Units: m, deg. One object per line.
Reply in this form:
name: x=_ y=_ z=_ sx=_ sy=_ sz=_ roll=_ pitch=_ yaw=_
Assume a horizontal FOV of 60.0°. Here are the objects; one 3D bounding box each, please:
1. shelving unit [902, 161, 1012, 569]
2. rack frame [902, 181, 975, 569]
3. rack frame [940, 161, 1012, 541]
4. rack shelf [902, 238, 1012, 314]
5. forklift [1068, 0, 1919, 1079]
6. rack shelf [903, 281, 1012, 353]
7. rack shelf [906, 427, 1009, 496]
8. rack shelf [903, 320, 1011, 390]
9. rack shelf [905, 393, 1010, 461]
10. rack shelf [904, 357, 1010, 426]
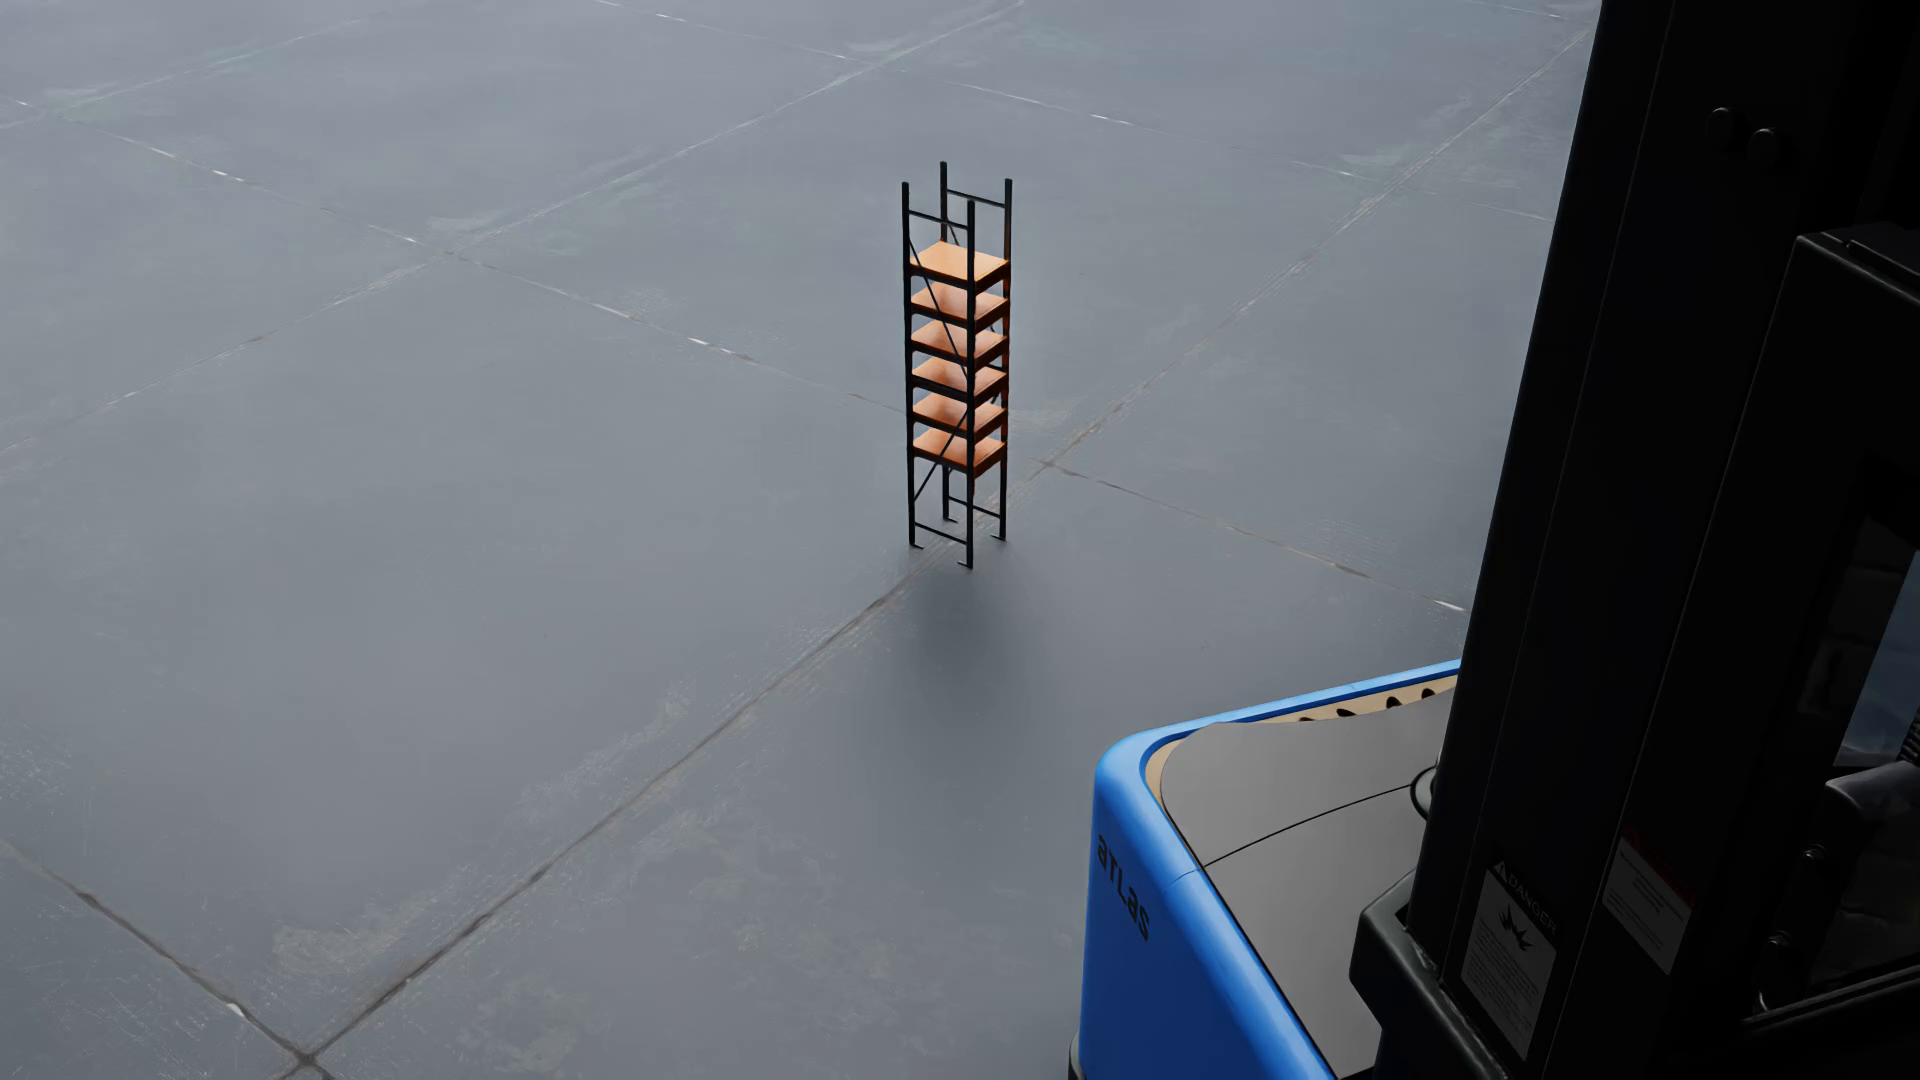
shelving unit: x=-0.008 y=-0.490 z=4.904 sx=0.258 sy=1.200 sz=0.189 roll=21 pitch=39 yaw=28
rack frame: x=-0.060 y=-0.448 z=4.842 sx=0.240 sy=1.200 sz=0.006 roll=21 pitch=39 yaw=28
rack frame: x=0.044 y=-0.532 z=4.966 sx=0.240 sy=1.200 sz=0.006 roll=21 pitch=39 yaw=28
rack shelf: x=-0.008 y=-0.752 z=4.727 sx=0.258 sy=0.103 sz=0.180 roll=21 pitch=39 yaw=28
forklift: x=1.167 y=0.712 z=1.581 sx=1.130 sy=2.935 sz=3.031 roll=-11 pitch=36 yaw=-15
rack shelf: x=-0.008 y=-0.652 z=4.794 sx=0.258 sy=0.103 sz=0.180 roll=21 pitch=39 yaw=28
rack shelf: x=-0.008 y=-0.255 z=5.063 sx=0.258 sy=0.103 sz=0.180 roll=21 pitch=39 yaw=28
rack shelf: x=-0.008 y=-0.553 z=4.862 sx=0.258 sy=0.103 sz=0.180 roll=21 pitch=39 yaw=28
rack shelf: x=-0.008 y=-0.354 z=4.996 sx=0.258 sy=0.103 sz=0.180 roll=21 pitch=39 yaw=28
rack shelf: x=-0.008 y=-0.454 z=4.929 sx=0.258 sy=0.103 sz=0.180 roll=21 pitch=39 yaw=28
